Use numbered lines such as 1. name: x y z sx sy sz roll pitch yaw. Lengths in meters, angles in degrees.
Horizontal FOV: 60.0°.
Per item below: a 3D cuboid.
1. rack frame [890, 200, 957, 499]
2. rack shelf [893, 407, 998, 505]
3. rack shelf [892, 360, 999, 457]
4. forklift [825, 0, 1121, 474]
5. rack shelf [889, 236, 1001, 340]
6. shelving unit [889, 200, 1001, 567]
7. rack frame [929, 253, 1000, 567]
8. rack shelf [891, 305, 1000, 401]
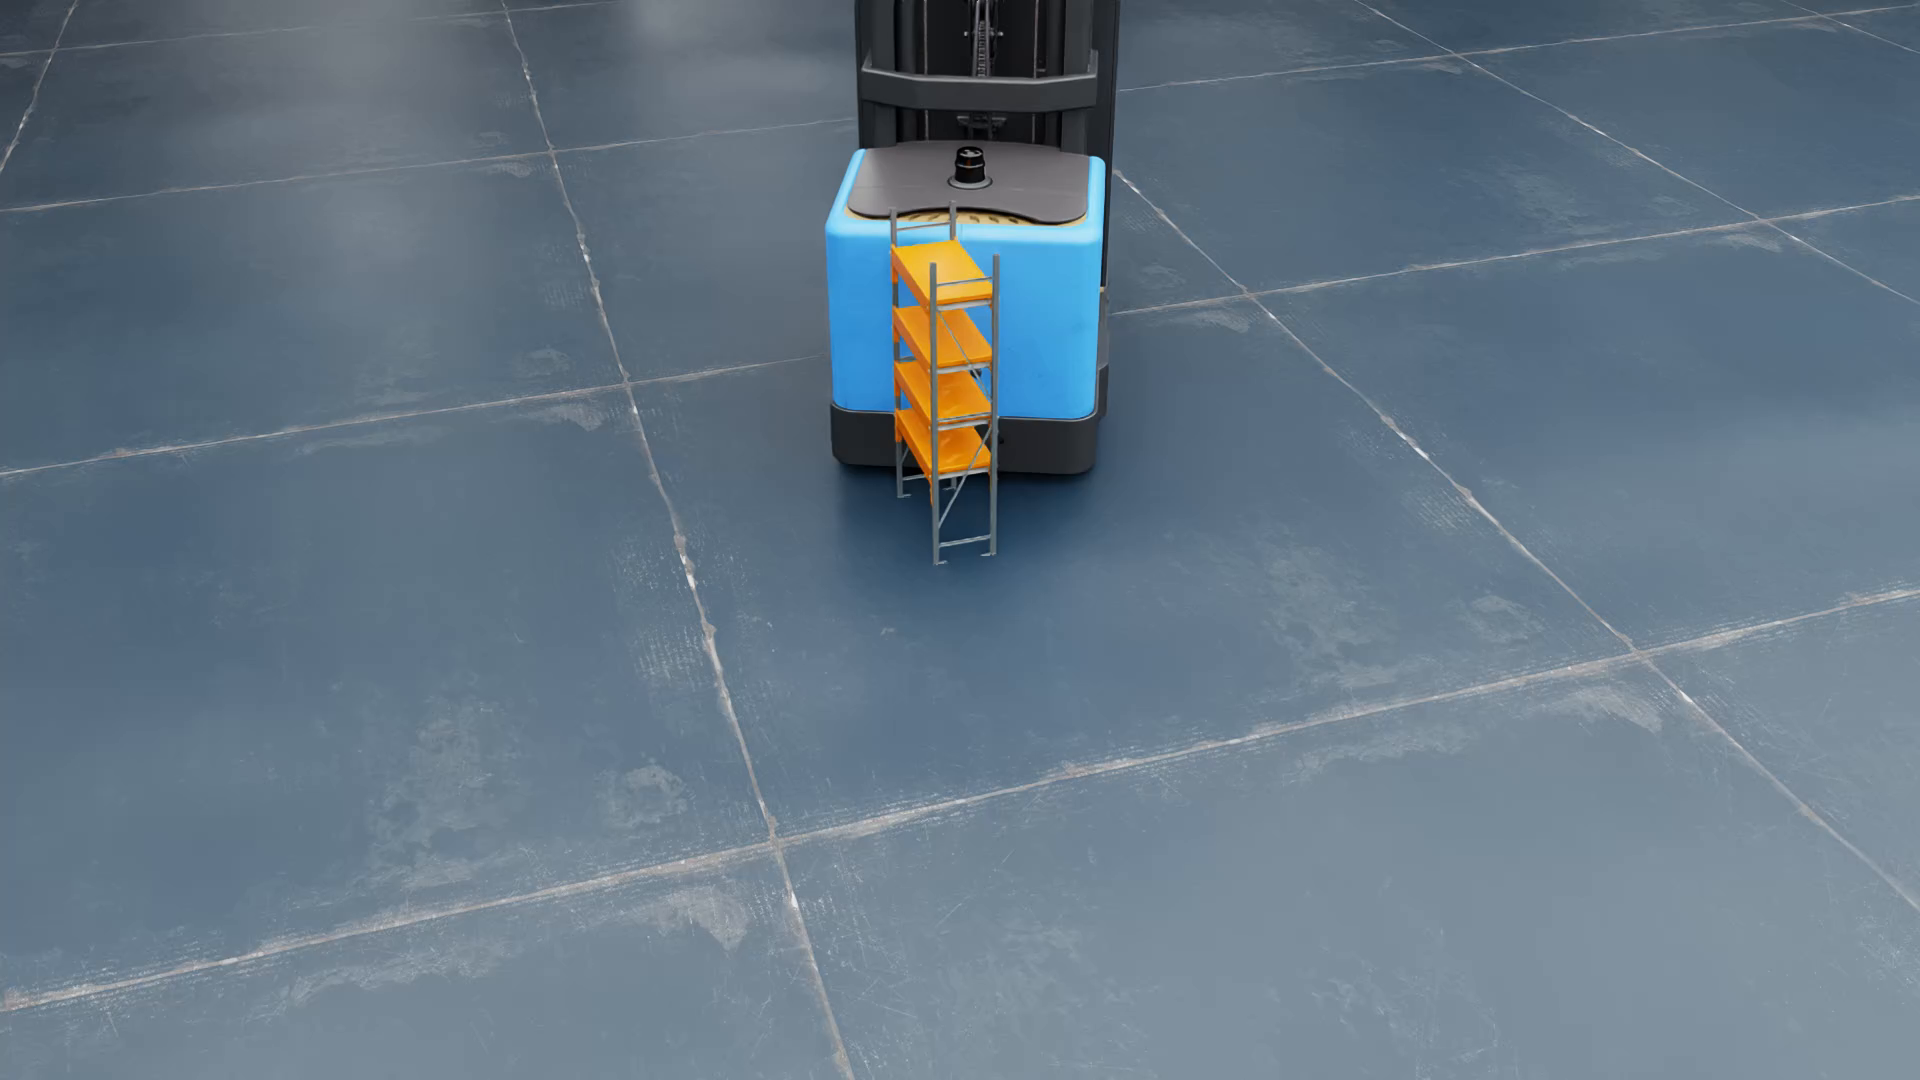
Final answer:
1. rack frame: -0.130 -0.683 6.196 0.240 1.200 0.015 -10 35 -14
2. rack shelf: -0.057 -0.333 6.148 0.258 0.148 0.480 -10 35 -14
3. rack shelf: -0.057 -0.499 6.039 0.258 0.148 0.480 -10 35 -14
4. forklift: 0.133 -2.271 7.028 1.130 2.935 3.031 3 34 4
5. rack shelf: -0.057 -0.883 5.785 0.258 0.148 0.480 -10 35 -14
6. shelving unit: -0.057 -0.555 6.001 0.258 1.200 0.503 -10 35 -14
7. rack frame: 0.016 -0.427 5.807 0.240 1.200 0.015 -10 35 -14
8. rack shelf: -0.057 -0.685 5.915 0.258 0.148 0.480 -10 35 -14
